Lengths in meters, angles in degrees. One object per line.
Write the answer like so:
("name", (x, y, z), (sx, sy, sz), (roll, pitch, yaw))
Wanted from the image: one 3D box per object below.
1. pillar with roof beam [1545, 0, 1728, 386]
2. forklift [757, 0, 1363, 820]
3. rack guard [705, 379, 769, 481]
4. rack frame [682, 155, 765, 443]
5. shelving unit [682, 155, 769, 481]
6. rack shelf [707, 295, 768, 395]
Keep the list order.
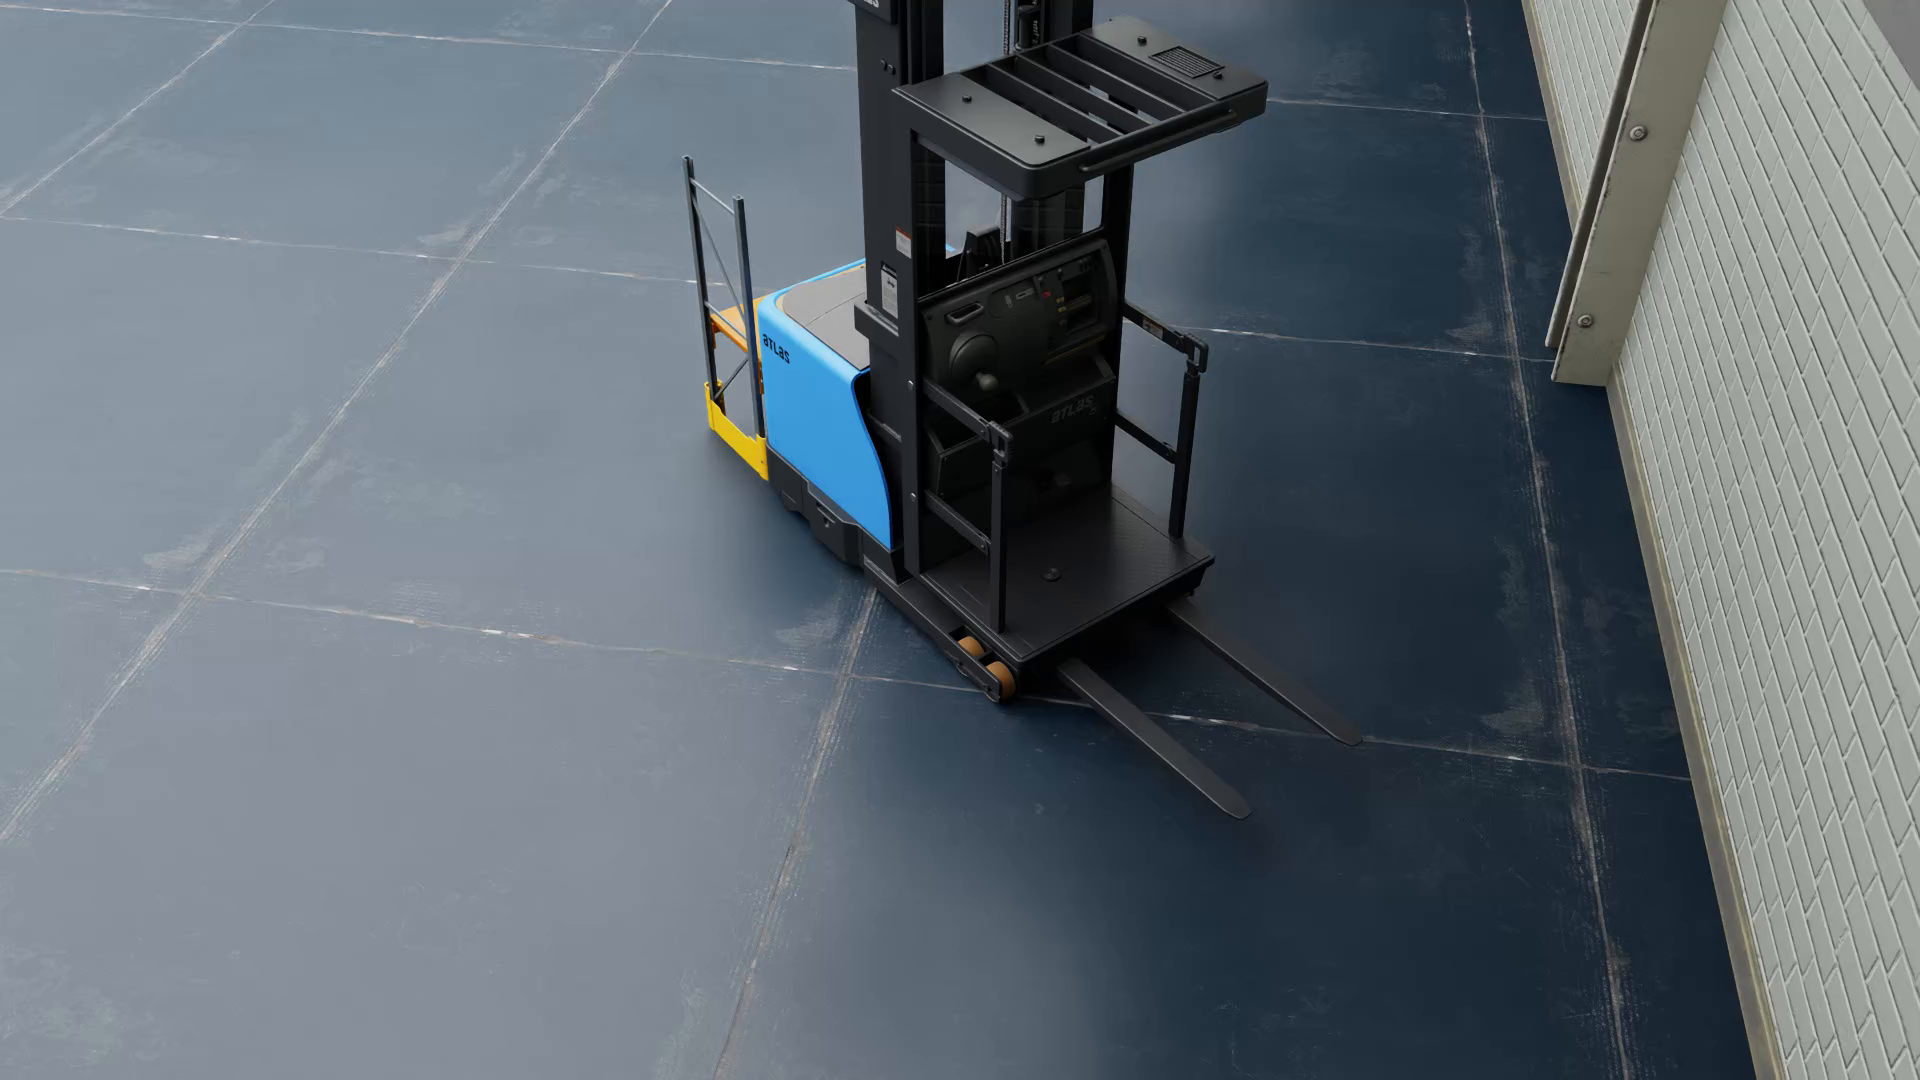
("pillar with roof beam", (-0.933, -4.886, 6.598), (9.100, 9.000, 0.400), (6, 40, 8))
("forklift", (0.380, -0.816, 6.436), (1.130, 2.935, 3.031), (-26, 46, -28))
("rack guard", (-1.077, -0.547, 8.216), (0.087, 0.250, 0.587), (-25, 46, -27))
("rack frame", (-1.093, -1.022, 7.809), (0.032, 1.500, 0.500), (-25, 46, -27))
("shelving unit", (-0.673, -1.214, 8.042), (1.083, 1.500, 0.587), (-25, 46, -27))
("rack shelf", (-0.681, -1.072, 8.152), (1.000, 0.185, 0.538), (-25, 46, -27))
